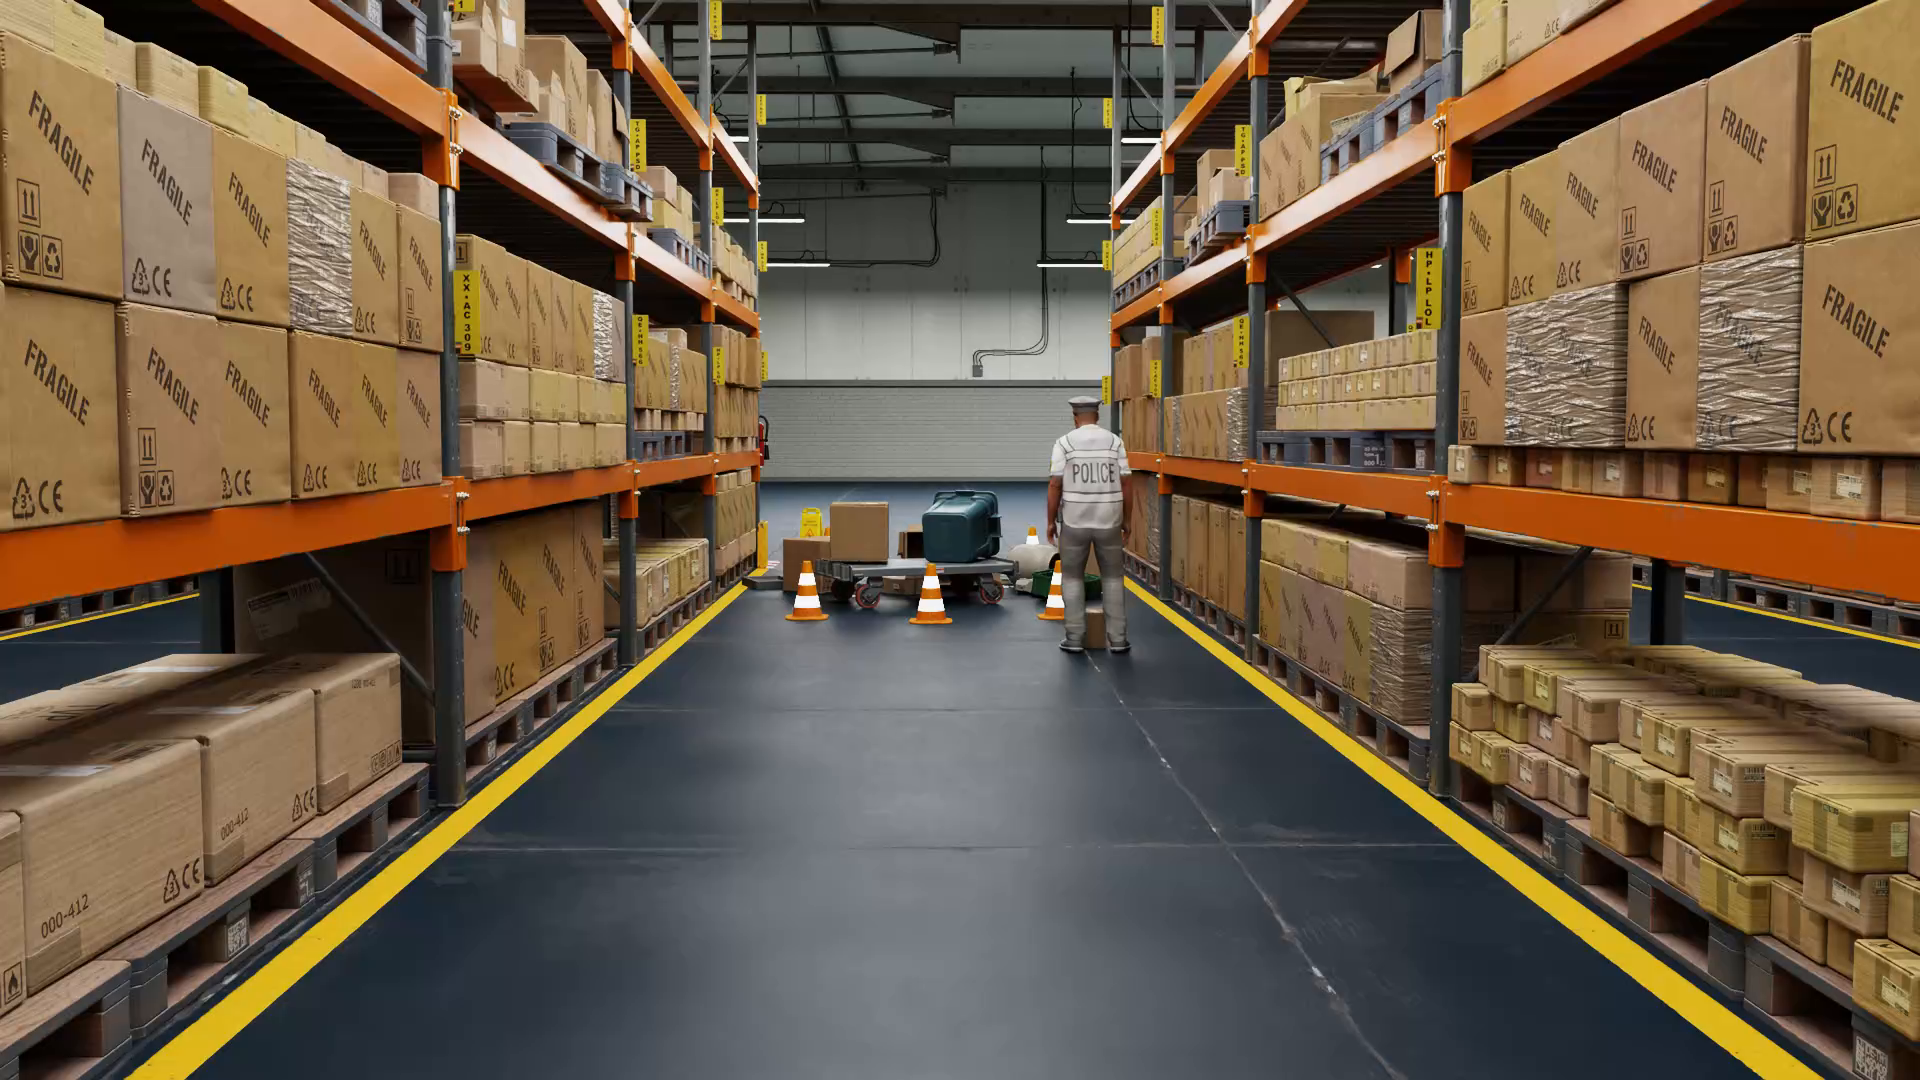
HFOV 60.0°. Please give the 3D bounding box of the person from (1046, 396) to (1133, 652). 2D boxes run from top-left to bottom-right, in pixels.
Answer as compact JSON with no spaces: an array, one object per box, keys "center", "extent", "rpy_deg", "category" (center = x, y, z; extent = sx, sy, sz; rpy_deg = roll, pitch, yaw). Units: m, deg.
[{"center":[0.894,-0.111,11.361],"extent":[0.604,1.751,0.427],"rpy_deg":[0,4,-4],"category":"person"}]
